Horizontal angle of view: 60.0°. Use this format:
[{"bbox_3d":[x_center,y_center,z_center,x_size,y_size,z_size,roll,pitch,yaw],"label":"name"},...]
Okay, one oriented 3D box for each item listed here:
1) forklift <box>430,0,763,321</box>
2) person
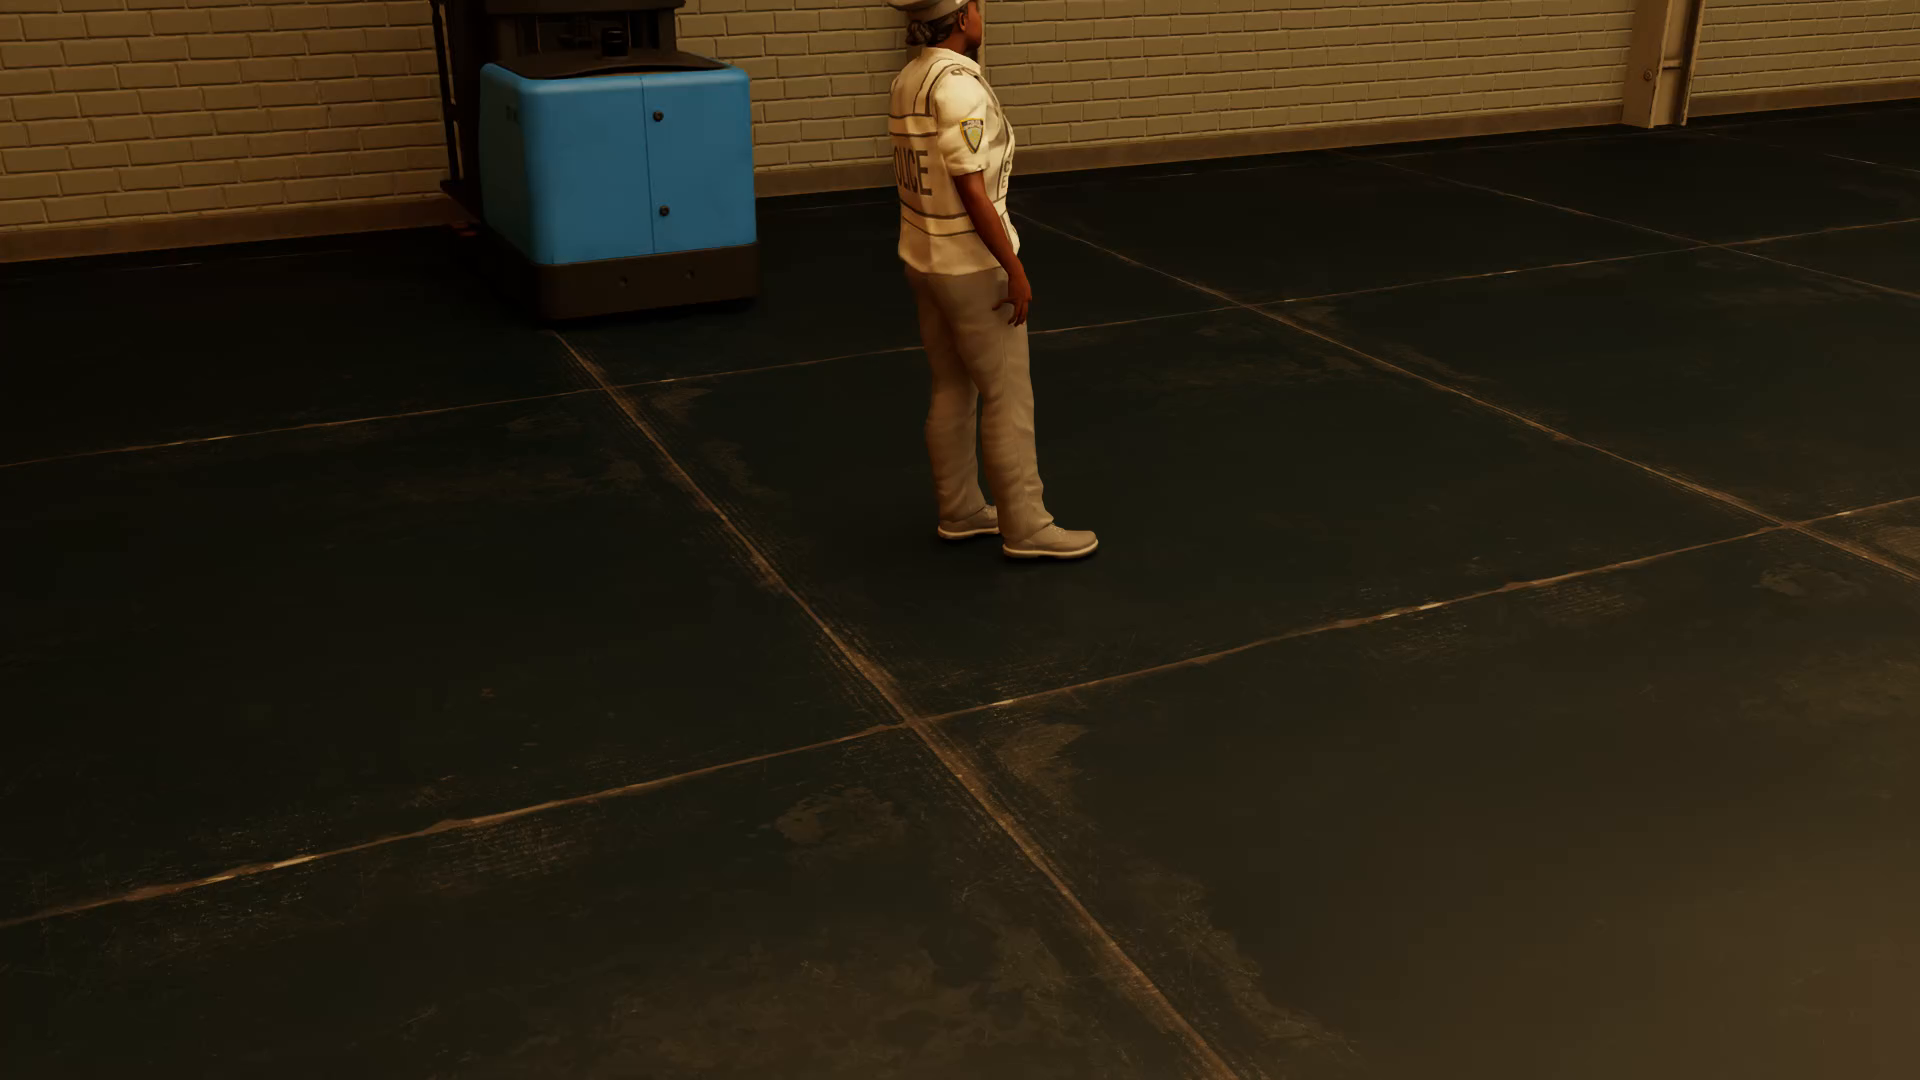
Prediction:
[{"bbox_3d":[-2.028,-2.837,8.115,1.130,2.935,3.031,-11,25,-25],"label":"forklift"},{"bbox_3d":[0.077,-0.794,4.792,0.528,1.693,0.569,-10,25,-23],"label":"person"}]
